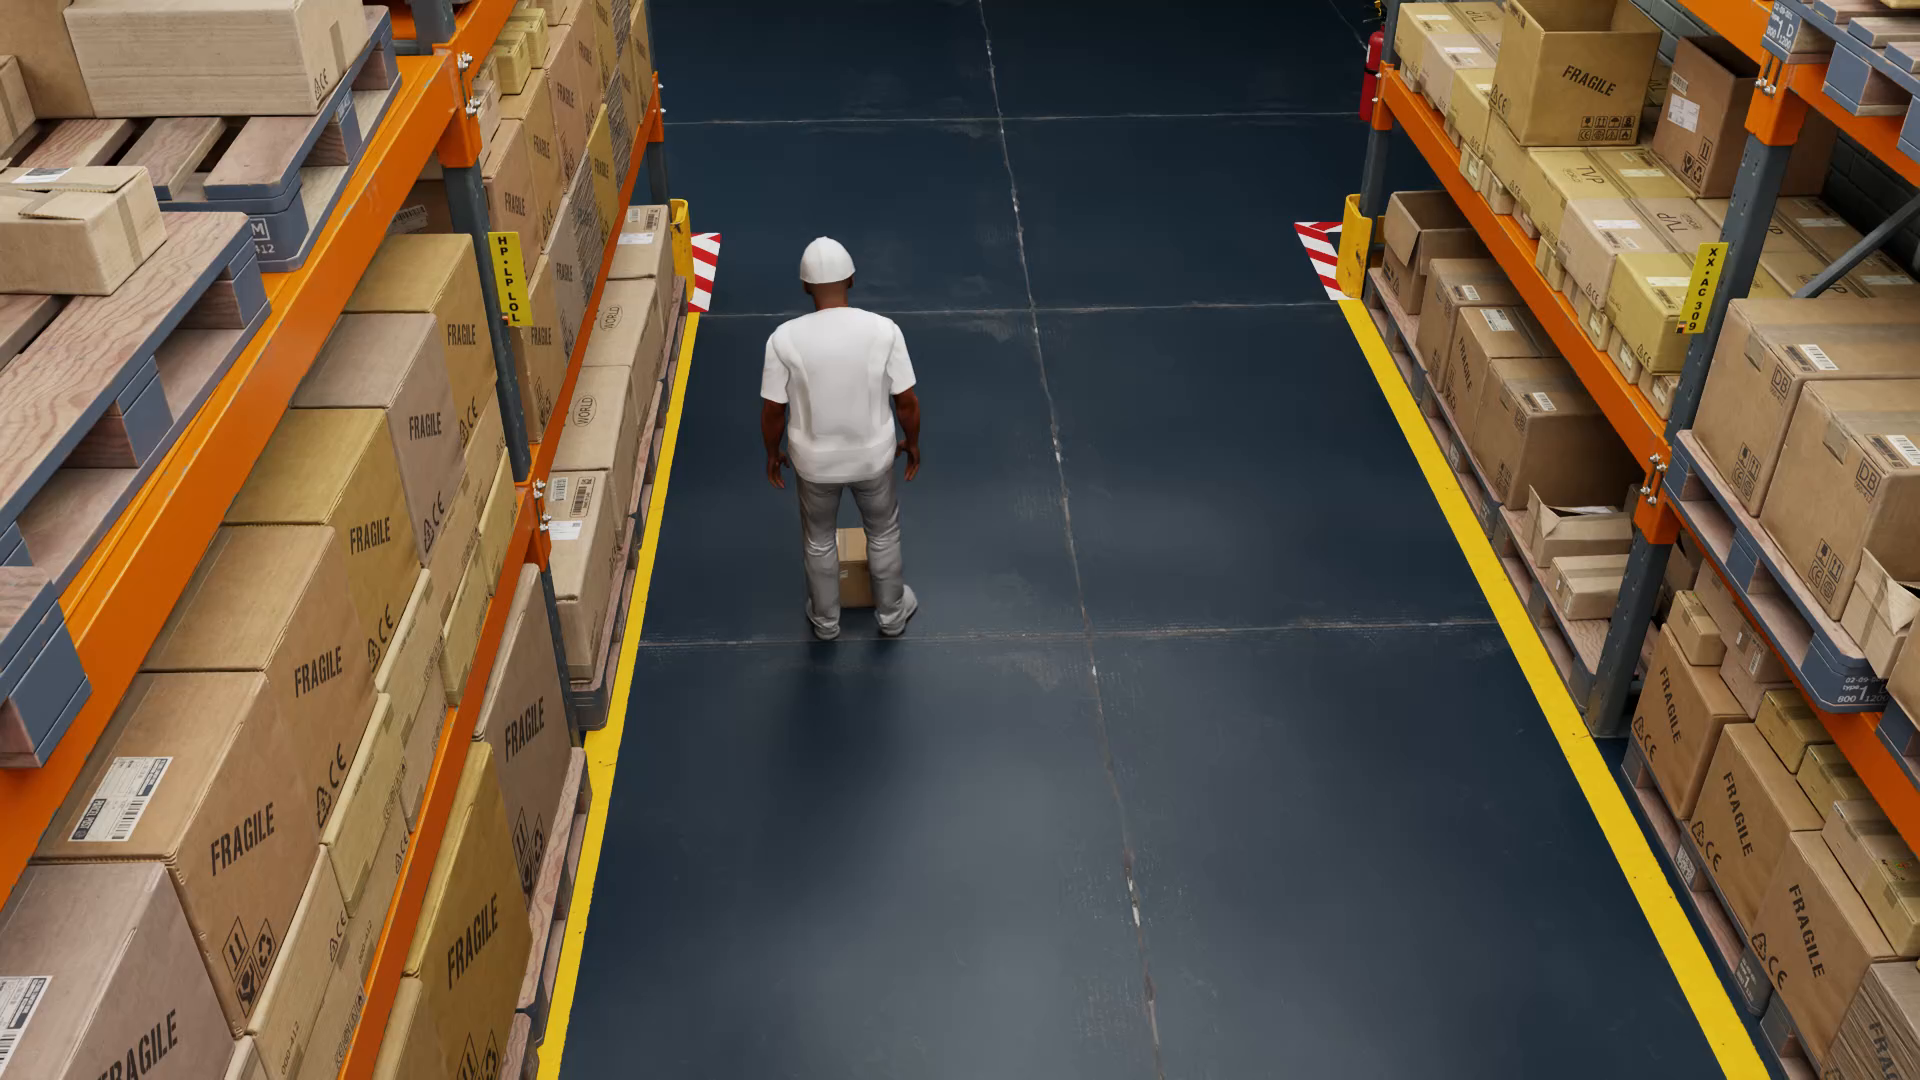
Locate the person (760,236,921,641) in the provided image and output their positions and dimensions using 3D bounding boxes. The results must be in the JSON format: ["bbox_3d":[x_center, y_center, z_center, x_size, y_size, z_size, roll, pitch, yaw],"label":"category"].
[{"bbox_3d":[-0.470,-0.365,6.651,0.628,1.759,0.461,-3,35,-5],"label":"person"}]
